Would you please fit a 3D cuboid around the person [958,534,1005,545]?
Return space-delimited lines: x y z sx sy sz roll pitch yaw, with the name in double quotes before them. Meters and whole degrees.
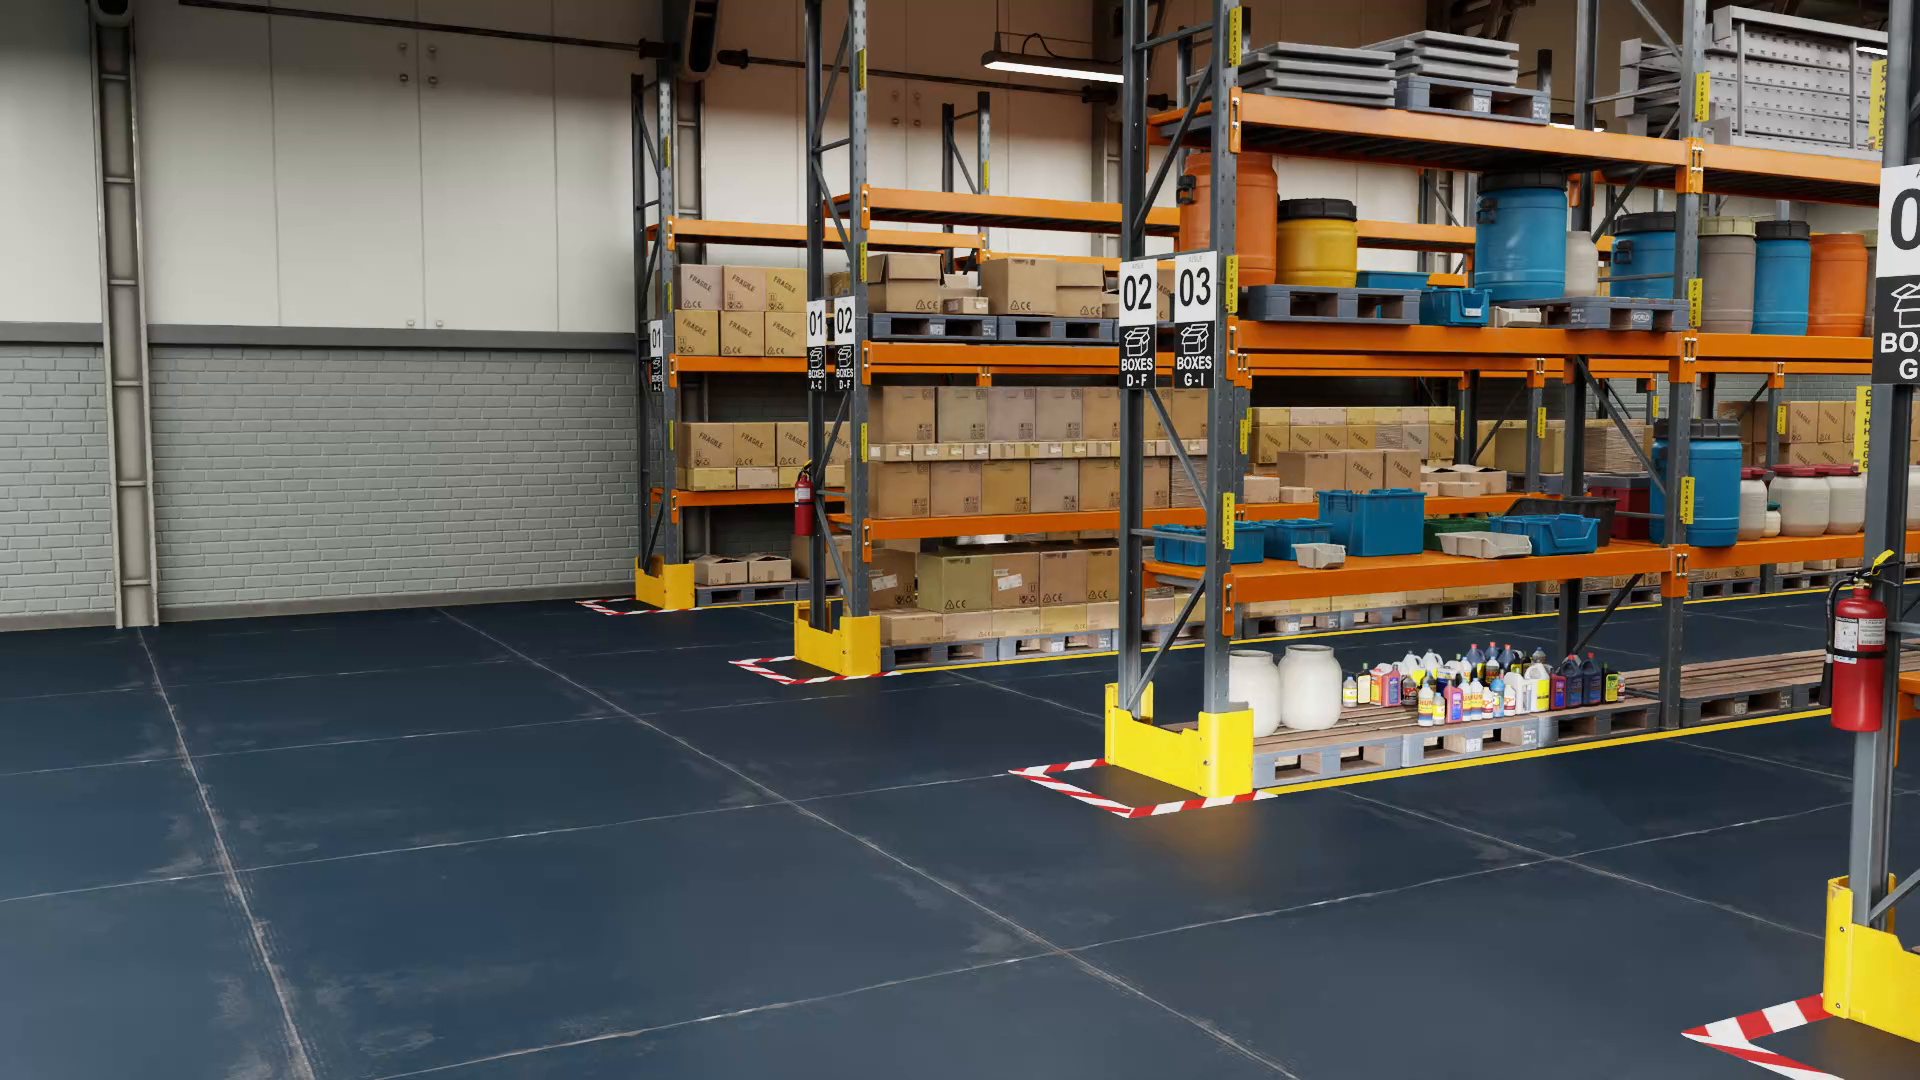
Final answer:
"person" 0.276 0.290 18.761 0.567 0.922 0.906 -3 6 -29
